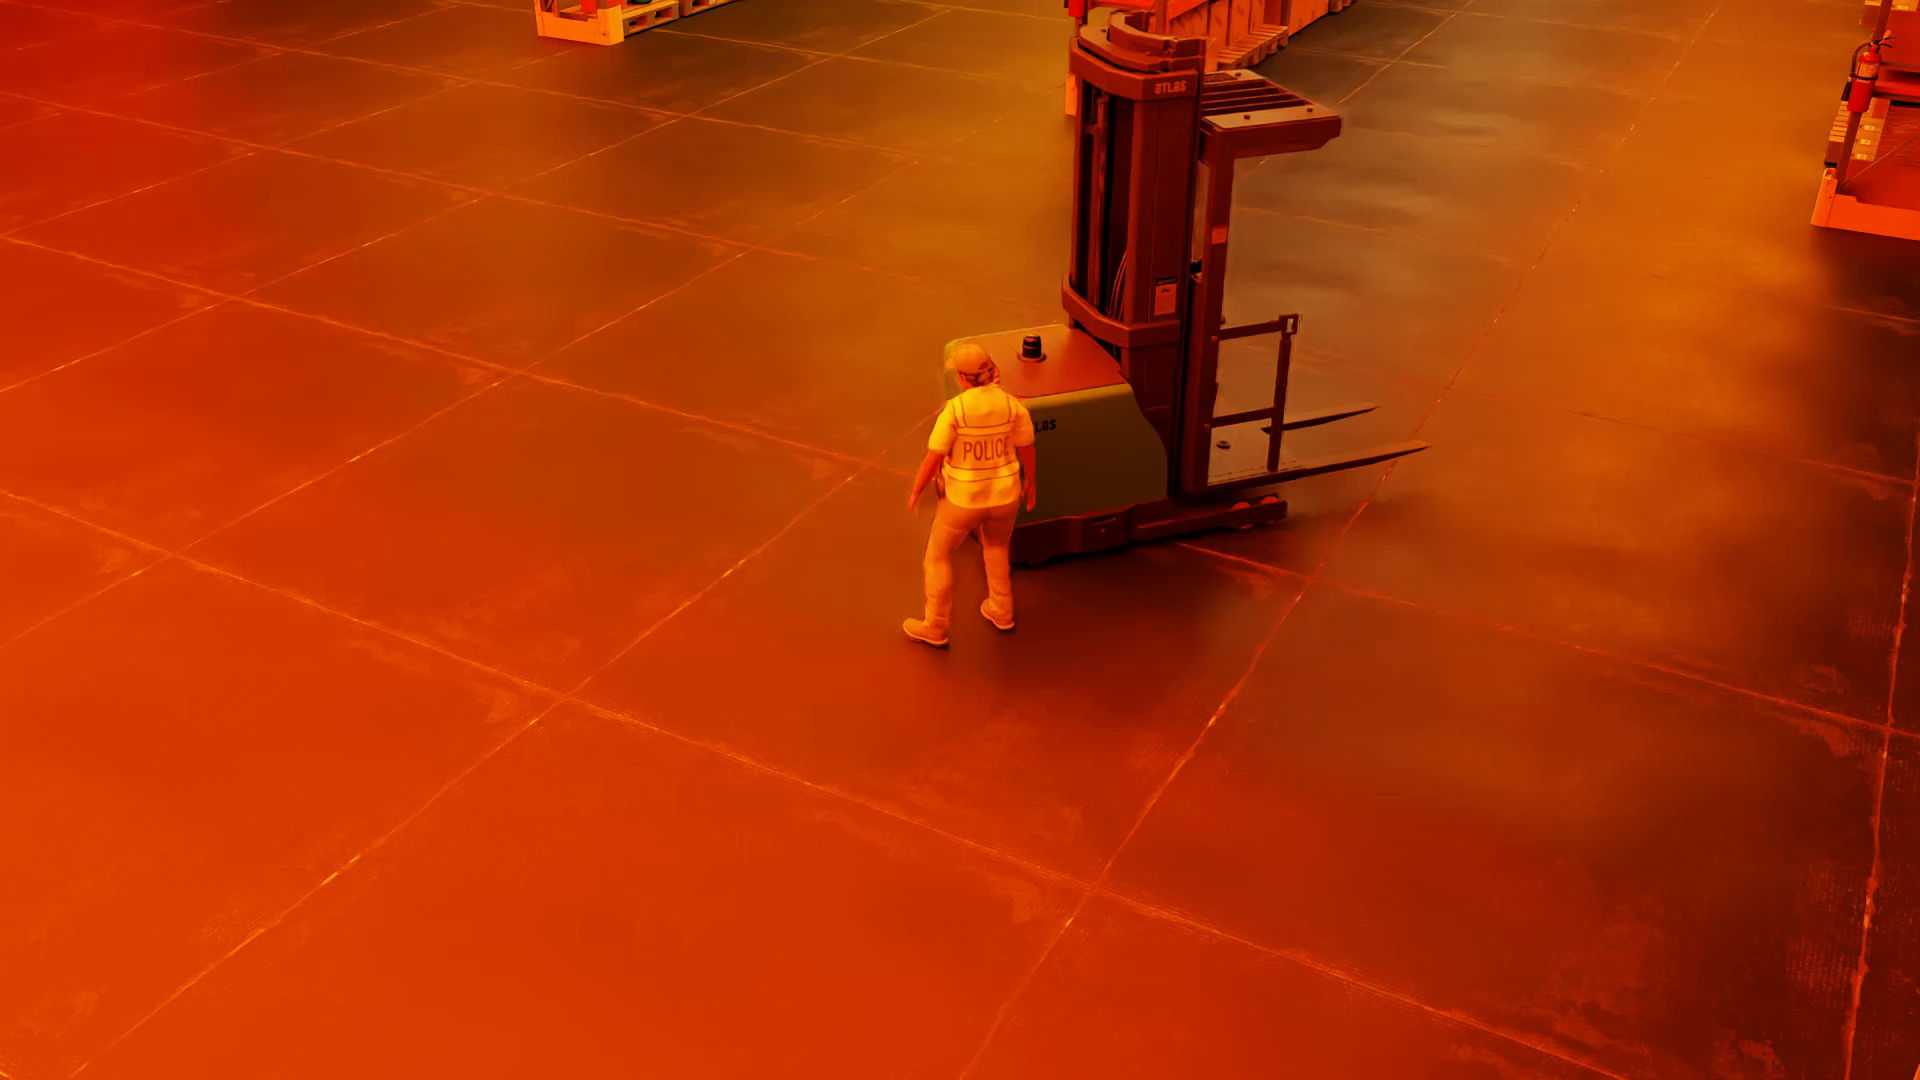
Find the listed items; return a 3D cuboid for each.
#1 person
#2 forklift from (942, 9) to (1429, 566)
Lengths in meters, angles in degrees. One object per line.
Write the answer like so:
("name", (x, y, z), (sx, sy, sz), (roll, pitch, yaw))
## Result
("person", (0.055, -0.251, 8.799), (0.740, 1.643, 0.444), (-12, 32, -19))
("forklift", (1.461, -1.568, 9.788), (3.031, 2.935, 1.130), (-11, 32, -18))
